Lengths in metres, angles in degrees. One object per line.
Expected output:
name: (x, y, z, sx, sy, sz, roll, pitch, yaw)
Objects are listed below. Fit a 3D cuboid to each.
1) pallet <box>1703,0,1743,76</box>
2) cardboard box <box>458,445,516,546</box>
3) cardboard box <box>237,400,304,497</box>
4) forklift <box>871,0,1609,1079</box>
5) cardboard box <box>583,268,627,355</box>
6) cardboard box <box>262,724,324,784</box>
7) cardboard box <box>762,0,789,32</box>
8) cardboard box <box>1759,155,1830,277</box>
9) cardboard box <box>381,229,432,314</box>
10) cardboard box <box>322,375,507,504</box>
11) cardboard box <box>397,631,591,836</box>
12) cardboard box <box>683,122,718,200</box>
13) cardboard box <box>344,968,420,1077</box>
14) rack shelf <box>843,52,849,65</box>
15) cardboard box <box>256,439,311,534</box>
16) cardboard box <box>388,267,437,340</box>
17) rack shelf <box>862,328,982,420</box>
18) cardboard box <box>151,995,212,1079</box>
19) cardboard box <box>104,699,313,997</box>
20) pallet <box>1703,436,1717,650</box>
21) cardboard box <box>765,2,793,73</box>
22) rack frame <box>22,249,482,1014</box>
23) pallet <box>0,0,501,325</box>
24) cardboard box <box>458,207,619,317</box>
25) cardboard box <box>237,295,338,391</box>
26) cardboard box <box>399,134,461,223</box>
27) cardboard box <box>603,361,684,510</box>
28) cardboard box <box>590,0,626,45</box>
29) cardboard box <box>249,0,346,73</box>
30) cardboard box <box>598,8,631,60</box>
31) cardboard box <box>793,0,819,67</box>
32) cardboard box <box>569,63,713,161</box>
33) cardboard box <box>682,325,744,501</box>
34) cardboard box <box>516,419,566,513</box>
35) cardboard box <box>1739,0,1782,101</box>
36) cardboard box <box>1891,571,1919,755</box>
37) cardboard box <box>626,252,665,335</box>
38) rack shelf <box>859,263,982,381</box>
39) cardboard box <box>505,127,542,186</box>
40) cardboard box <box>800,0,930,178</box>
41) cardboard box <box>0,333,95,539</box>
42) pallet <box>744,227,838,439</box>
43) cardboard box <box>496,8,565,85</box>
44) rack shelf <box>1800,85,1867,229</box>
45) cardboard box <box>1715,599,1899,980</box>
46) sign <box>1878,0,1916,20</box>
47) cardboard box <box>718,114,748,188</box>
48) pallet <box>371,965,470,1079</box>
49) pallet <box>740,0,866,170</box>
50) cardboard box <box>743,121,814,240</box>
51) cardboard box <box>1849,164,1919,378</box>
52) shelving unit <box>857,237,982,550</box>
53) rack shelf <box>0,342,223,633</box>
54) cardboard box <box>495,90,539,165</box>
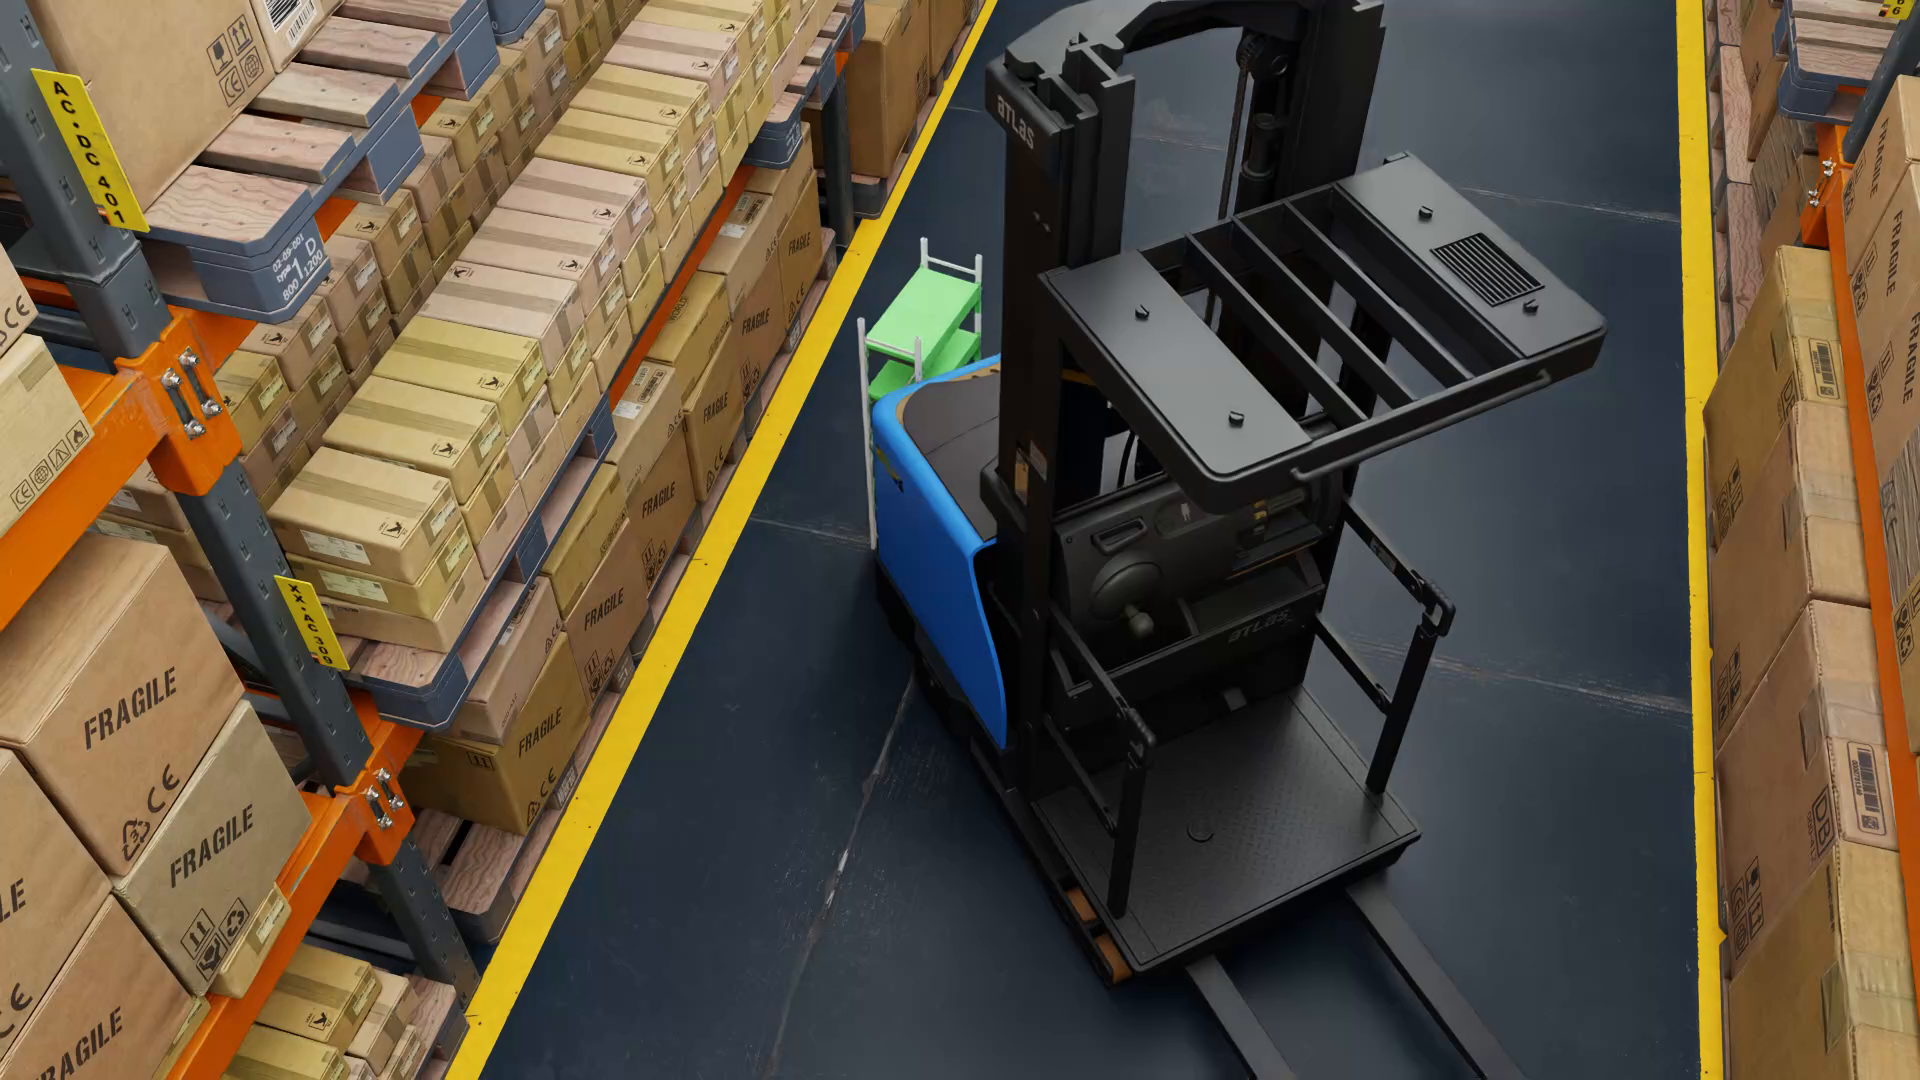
pallet: (4.608, -2.866, 9.057, 1.003, 0.211, 1.213, 12, 50, 10)
cardboard box: (-1.439, -0.154, 4.493, 0.380, 0.149, 0.250, 11, 49, 9)
cardboard box: (-2.070, -0.289, 4.613, 0.380, 0.149, 0.250, 12, 50, 10)
forklift: (0.802, 0.076, 4.647, 1.130, 2.935, 3.031, -21, 52, -18)
cardboard box: (-1.234, -0.724, 4.996, 0.380, 0.149, 0.250, 13, 50, 12)
cardboard box: (-2.100, 0.486, 5.627, 0.500, 0.500, 0.500, 11, 49, 9)
cardboard box: (-0.823, -1.948, 5.878, 0.380, 0.149, 0.250, 13, 50, 11)
cardboard box: (3.916, -1.266, 7.159, 0.700, 0.500, 0.500, 9, 49, 8)
cardboard box: (-1.864, -0.855, 5.112, 0.380, 0.149, 0.250, 9, 49, 8)
cardboard box: (-1.437, -0.267, 4.395, 0.380, 0.149, 0.250, 13, 50, 11)
cardboard box: (-1.602, 0.589, 5.536, 0.500, 0.500, 0.500, 13, 50, 11)
cardboard box: (-1.028, -1.284, 5.491, 0.380, 0.149, 0.250, 13, 50, 11)
cardboard box: (-1.828, 1.379, 4.874, 0.380, 0.149, 0.250, 12, 50, 11)
rack shelf: (-0.473, -3.719, 8.431, 1.077, 0.370, 4.000, 12, 50, 10)
cardboard box: (-2.071, -0.188, 4.721, 0.380, 0.149, 0.250, 12, 50, 10)
cardboard box: (-1.869, -0.751, 5.218, 0.380, 0.149, 0.250, 10, 49, 8)
rack shelf: (-0.137, -0.611, 6.173, 0.258, 0.148, 0.480, 20, 51, 17)
cardboard box: (-1.992, 1.108, 3.858, 0.380, 0.149, 0.250, 13, 50, 12)
cardboard box: (-1.907, 0.657, 3.824, 0.500, 0.500, 0.500, 12, 50, 10)
pallet: (3.479, 0.019, 6.511, 1.003, 0.211, 1.213, 12, 50, 10)
cardboard box: (-0.826, -1.833, 5.975, 0.380, 0.149, 0.250, 13, 50, 11)
rack frame: (-2.052, 0.383, 4.331, 1.000, 3.000, 0.127, 12, 50, 10)
pallet: (-1.787, -0.973, 3.652, 1.213, 0.211, 1.003, 12, 50, 10)
cardboard box: (-1.232, -0.817, 4.880, 0.380, 0.149, 0.250, 11, 50, 10)
cardboard box: (-1.995, -0.580, 4.671, 0.380, 0.149, 0.250, 10, 49, 9)
cardboard box: (-1.791, -1.142, 5.166, 0.380, 0.149, 0.250, 10, 49, 8)
cardboard box: (-1.327, -0.413, 5.920, 0.500, 0.250, 0.500, 13, 50, 11)
cardboard box: (-1.457, -1.965, 6.091, 0.380, 0.149, 0.250, 10, 49, 9)
cardboard box: (-1.618, -1.315, 3.607, 0.500, 0.311, 0.500, 11, 49, 10)
cardboard box: (-1.453, -1.893, 6.227, 0.380, 0.149, 0.250, 14, 50, 12)
cardboard box: (-0.753, -1.940, 6.268, 0.380, 0.149, 0.250, 11, 50, 10)
cardboard box: (-1.029, -1.384, 5.380, 0.380, 0.149, 0.250, 14, 50, 12)
cardboard box: (-1.184, -0.534, 6.527, 0.500, 0.500, 0.500, 10, 49, 8)
cardboard box: (-1.368, -0.249, 4.776, 0.380, 0.149, 0.250, 12, 50, 10)
cardboard box: (4.339, -2.485, 8.235, 0.700, 0.500, 0.500, 8, 49, 7)
cardboard box: (2.834, 0.273, 4.360, 0.500, 0.500, 0.500, 11, 49, 10)
cardboard box: (-1.166, -0.813, 5.273, 0.380, 0.149, 0.250, 11, 49, 9)
rack shelf: (-0.137, -0.770, 5.993, 0.258, 0.148, 0.480, 20, 51, 17)
cardboard box: (-1.659, -1.323, 5.724, 0.380, 0.149, 0.250, 12, 50, 11)
cardboard box: (-0.752, -2.328, 7.943, 1.050, 0.750, 0.750, 11, 49, 10)
cardboard box: (-1.921, -0.152, 2.902, 0.500, 0.250, 0.500, 13, 50, 11)
pallet: (-1.207, -1.023, 7.431, 1.003, 0.211, 1.213, 12, 50, 10)
cardboard box: (-1.585, -1.708, 5.667, 0.380, 0.149, 0.250, 14, 50, 12)
rack shelf: (4.285, -2.667, 7.502, 1.077, 0.370, 4.000, 12, 50, 10)
cardboard box: (3.090, 0.885, 5.024, 1.225, 0.875, 0.875, 10, 49, 9)
sign: (3.233, -1.916, 5.640, 0.100, 0.325, 0.005, 12, 50, 10)
cardboard box: (-0.959, -1.379, 5.773, 0.380, 0.149, 0.250, 10, 49, 8)
pallet: (-2.195, 1.798, 4.941, 1.003, 0.211, 1.213, 12, 50, 10)
pallet: (-1.084, -1.911, 6.482, 1.213, 0.211, 1.003, 12, 50, 10)
cardboard box: (-0.927, -1.524, 6.900, 0.500, 0.250, 0.500, 11, 49, 9)
cardboard box: (3.235, -0.820, 5.326, 0.500, 0.500, 0.500, 10, 49, 9)
shelving unit: (-0.137, -0.494, 6.305, 0.258, 1.200, 0.503, 20, 51, 17)
rack shelf: (-2.579, 1.075, 2.199, 1.077, 0.370, 4.000, 12, 50, 10)
cardboard box: (-1.658, -1.423, 5.613, 0.380, 0.149, 0.250, 11, 50, 10)
